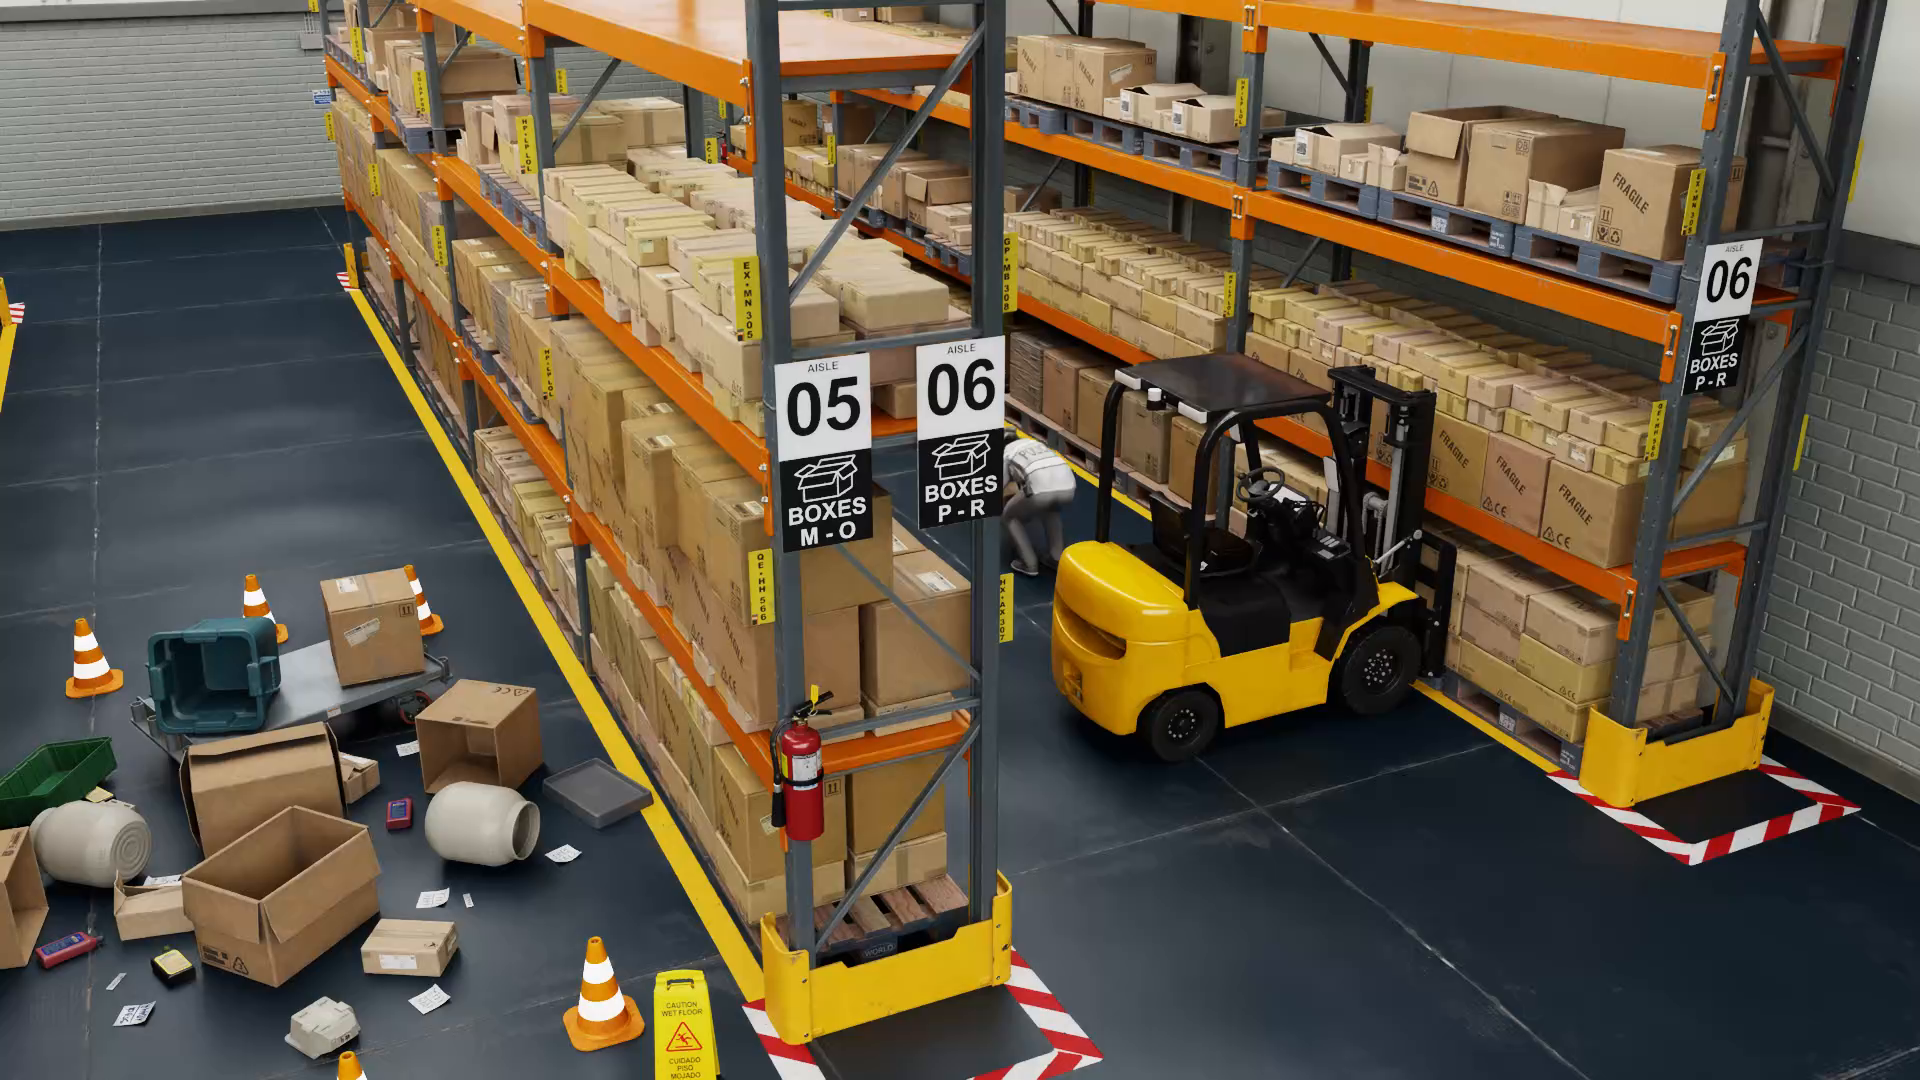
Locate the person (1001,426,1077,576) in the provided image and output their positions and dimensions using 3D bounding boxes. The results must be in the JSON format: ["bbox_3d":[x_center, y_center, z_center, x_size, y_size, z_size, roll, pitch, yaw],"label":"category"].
[{"bbox_3d":[0.516,-0.302,12.612,0.469,1.003,0.932,-12,25,-26],"label":"person"}]
